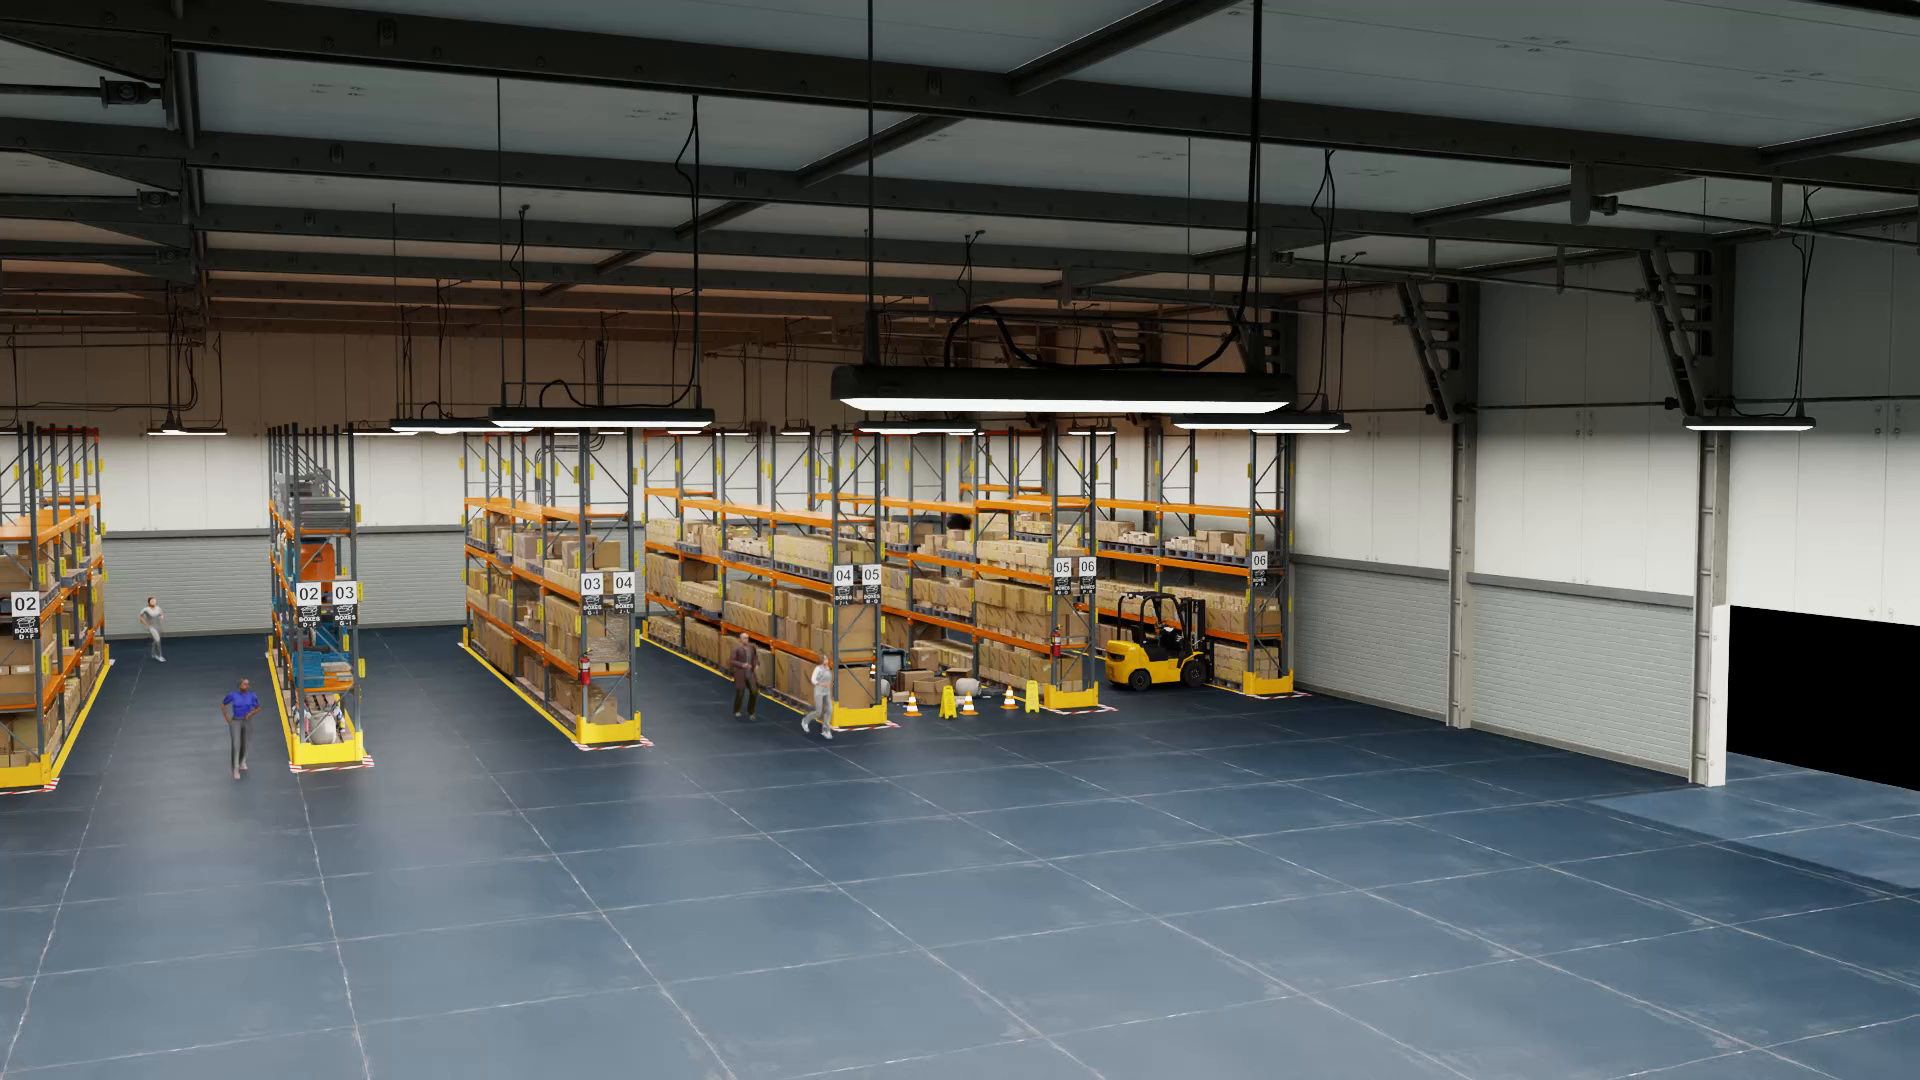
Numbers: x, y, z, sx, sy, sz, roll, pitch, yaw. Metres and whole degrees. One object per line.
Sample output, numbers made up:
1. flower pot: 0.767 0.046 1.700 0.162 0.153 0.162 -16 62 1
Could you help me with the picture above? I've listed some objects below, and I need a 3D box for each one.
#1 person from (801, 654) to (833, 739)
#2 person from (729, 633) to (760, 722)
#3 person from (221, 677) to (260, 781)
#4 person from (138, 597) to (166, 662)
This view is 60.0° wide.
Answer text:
1. person: -2.699 2.988 31.970 0.743 1.614 0.564 2 4 33
2. person: -4.341 2.800 33.678 0.740 1.858 0.811 -2 4 -33
3. person: -12.194 3.176 28.270 0.579 1.687 0.850 -3 4 -37
4. person: -20.731 2.294 42.691 0.691 1.681 0.563 2 4 29
